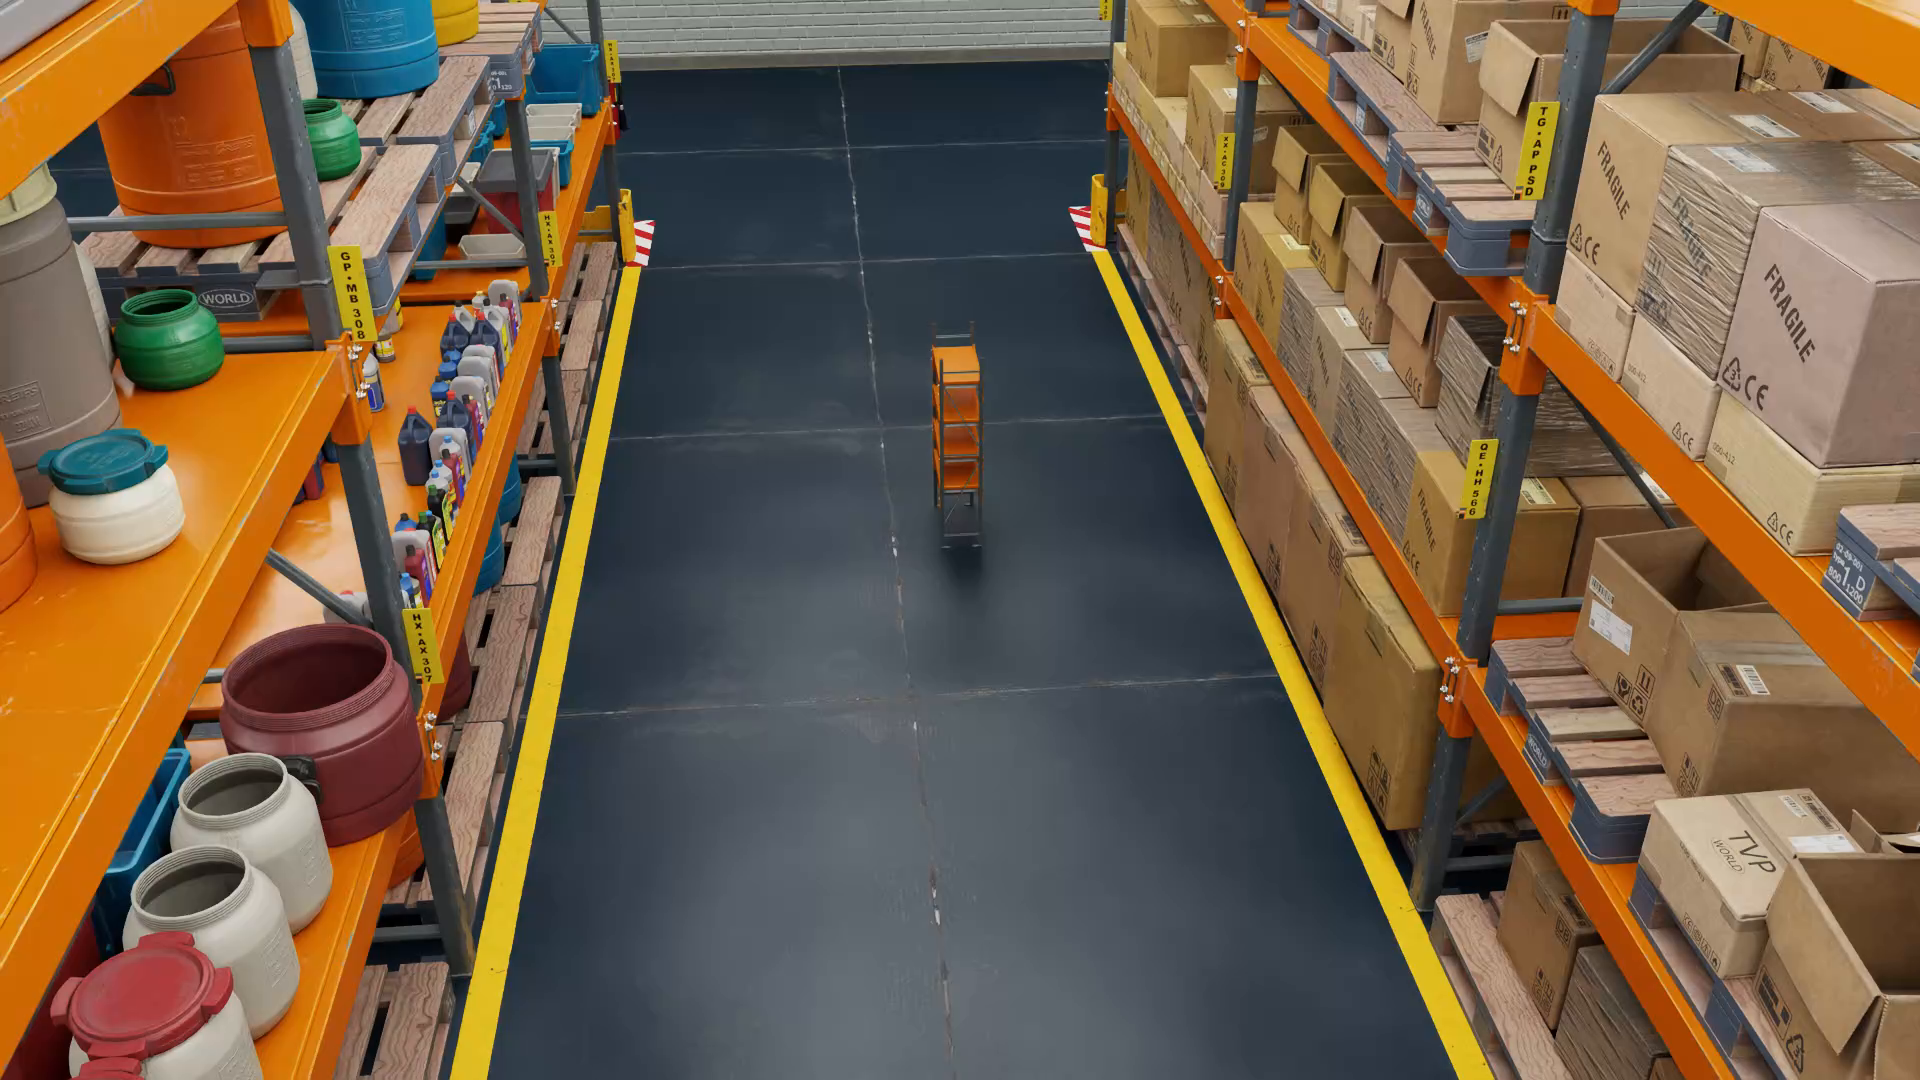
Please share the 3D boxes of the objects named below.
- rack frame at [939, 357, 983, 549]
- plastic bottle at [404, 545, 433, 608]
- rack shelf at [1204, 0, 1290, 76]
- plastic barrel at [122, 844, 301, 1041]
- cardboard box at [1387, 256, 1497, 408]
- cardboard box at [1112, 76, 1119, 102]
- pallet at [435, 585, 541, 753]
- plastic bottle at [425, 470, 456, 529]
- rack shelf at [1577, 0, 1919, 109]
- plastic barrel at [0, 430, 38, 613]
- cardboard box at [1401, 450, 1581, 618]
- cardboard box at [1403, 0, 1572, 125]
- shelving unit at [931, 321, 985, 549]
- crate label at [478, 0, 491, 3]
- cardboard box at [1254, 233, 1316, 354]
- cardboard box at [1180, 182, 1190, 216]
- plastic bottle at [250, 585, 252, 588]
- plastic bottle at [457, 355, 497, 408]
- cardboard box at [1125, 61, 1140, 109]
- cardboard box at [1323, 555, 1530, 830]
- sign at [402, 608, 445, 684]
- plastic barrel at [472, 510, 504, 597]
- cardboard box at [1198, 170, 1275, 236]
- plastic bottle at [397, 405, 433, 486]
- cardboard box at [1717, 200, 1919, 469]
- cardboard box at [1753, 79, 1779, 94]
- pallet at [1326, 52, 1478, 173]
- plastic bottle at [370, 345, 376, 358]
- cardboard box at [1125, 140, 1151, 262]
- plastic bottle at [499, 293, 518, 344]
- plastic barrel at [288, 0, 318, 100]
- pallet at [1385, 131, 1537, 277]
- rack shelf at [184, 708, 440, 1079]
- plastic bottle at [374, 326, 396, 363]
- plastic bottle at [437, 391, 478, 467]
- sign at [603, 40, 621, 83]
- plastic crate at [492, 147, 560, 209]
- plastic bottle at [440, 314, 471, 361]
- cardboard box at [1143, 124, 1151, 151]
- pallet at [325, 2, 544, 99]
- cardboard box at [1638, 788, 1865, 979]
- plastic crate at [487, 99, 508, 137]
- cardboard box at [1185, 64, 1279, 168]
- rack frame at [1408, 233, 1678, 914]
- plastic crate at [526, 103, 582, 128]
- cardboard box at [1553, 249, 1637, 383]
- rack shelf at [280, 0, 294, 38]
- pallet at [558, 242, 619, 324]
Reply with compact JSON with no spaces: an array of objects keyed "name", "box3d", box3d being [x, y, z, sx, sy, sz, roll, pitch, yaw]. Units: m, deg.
[{"name":"rack frame","box3d":[0.007,-0.475,9.376,0.240,1.200,0.015,-3,31,-5]},{"name":"plastic bottle","box3d":[-2.193,0.130,6.721,0.061,0.283,0.133,-3,31,-5]},{"name":"rack shelf","box3d":[1.881,-3.793,10.952,1.077,0.370,4.000,-3,31,-5]},{"name":"plastic barrel","box3d":[-2.141,1.168,4.760,0.421,0.512,0.421,0,31,0]},{"name":"cardboard box","box3d":[2.332,-0.931,7.309,0.797,0.503,0.637,-2,31,-3]},{"name":"cardboard box","box3d":[1.399,-3.530,12.981,0.380,0.149,0.250,-2,31,-4]},{"name":"pallet","box3d":[-2.715,0.662,8.437,1.003,0.211,1.213,-3,31,-5]},{"name":"plastic bottle","box3d":[-2.269,-0.177,7.248,0.097,0.271,0.097,0,31,0]},{"name":"rack shelf","box3d":[2.629,-0.825,3.447,1.077,0.370,4.000,-3,31,-5]},{"name":"plastic barrel","box3d":[-2.568,-0.222,3.853,0.600,0.830,0.708,-3,31,-5]},{"name":"cardboard box","box3d":[2.149,-0.034,6.785,0.500,0.500,0.500,-2,31,-3]},{"name":"cardboard box","box3d":[2.145,-2.006,6.752,0.500,0.500,0.500,-1,31,-2]},{"name":"shelving unit","box3d":[-0.015,-0.600,9.584,0.258,1.200,0.503,-3,31,-5]},{"name":"crate label","box3d":[-2.621,-2.994,9.170,0.293,0.136,0.466,-3,31,-5]},{"name":"cardboard box","box3d":[1.910,-1.333,8.959,0.500,0.500,0.500,-3,31,-5]},{"name":"cardboard box","box3d":[1.641,-2.219,10.785,0.380,0.149,0.250,-2,31,-4]},{"name":"plastic bottle","box3d":[-2.984,0.079,6.819,0.097,0.271,0.097,0,31,0]},{"name":"plastic bottle","box3d":[-2.411,-0.804,8.293,0.152,0.276,0.135,-3,31,-5]},{"name":"cardboard box","box3d":[1.526,-3.376,12.333,0.500,0.250,0.500,-3,31,-5]},{"name":"cardboard box","box3d":[2.398,0.628,7.437,1.225,0.875,0.875,-4,31,-7]},{"name":"sign","box3d":[-1.942,0.386,6.019,0.100,0.325,0.005,-3,31,-5]},{"name":"plastic barrel","box3d":[-2.763,-0.195,8.789,0.600,0.901,0.708,-3,31,-5]},{"name":"cardboard box","box3d":[1.766,-2.069,10.146,0.500,0.250,0.500,-3,31,-6]},{"name":"plastic bottle","box3d":[-2.487,-0.443,7.614,0.144,0.351,0.185,-3,31,-5]},{"name":"cardboard box","box3d":[2.327,-0.528,4.200,0.500,0.500,0.500,-4,31,-6]},{"name":"cardboard box","box3d":[6.383,-3.465,12.871,0.380,0.149,0.250,-4,31,-6]},{"name":"pallet","box3d":[2.221,-1.855,7.189,1.003,0.211,1.213,-1,31,-2]},{"name":"plastic bottle","box3d":[-3.165,-1.061,8.723,0.152,0.276,0.135,-3,31,-5]},{"name":"cardboard box","box3d":[1.834,-2.781,13.143,0.875,0.875,0.875,-3,31,-5]},{"name":"plastic bottle","box3d":[-2.437,-1.204,8.955,0.061,0.283,0.133,-3,31,-5]},{"name":"plastic barrel","box3d":[-2.805,-1.938,6.603,0.433,0.535,0.433,0,31,0]},{"name":"pallet","box3d":[2.329,-1.284,6.234,1.213,0.211,1.003,-1,31,-2]},{"name":"rack shelf","box3d":[-2.303,1.816,4.486,1.077,0.370,4.000,-3,31,-5]},{"name":"plastic bottle","box3d":[-3.043,-1.045,8.768,0.097,0.201,0.097,0,31,0]},{"name":"plastic bottle","box3d":[-2.349,-0.519,7.742,0.144,0.351,0.185,-3,31,-5]},{"name":"sign","box3d":[-2.691,-3.703,12.865,0.100,0.325,0.005,-3,31,-5]},{"name":"plastic crate","box3d":[-2.822,-2.319,10.765,0.437,0.282,0.530,-3,31,-5]},{"name":"plastic bottle","box3d":[-2.578,-0.980,8.514,0.144,0.351,0.185,-3,31,-5]},{"name":"cardboard box","box3d":[1.522,-2.874,11.882,0.380,0.149,0.250,-3,31,-5]},{"name":"pallet","box3d":[-2.693,-2.367,8.047,1.213,0.211,1.003,-3,31,-5]},{"name":"cardboard box","box3d":[2.369,1.000,4.888,0.500,0.250,0.500,-4,31,-6]},{"name":"plastic crate","box3d":[-3.480,-3.074,12.076,0.416,0.233,0.300,-3,31,-5]},{"name":"cardboard box","box3d":[1.716,-2.656,10.397,0.500,0.500,0.500,-2,31,-4]},{"name":"rack frame","box3d":[2.442,0.249,6.408,1.000,3.000,0.127,-3,31,-5]},{"name":"plastic crate","box3d":[-2.980,-3.103,12.219,0.396,0.136,0.243,-3,31,-5]},{"name":"cardboard box","box3d":[2.232,-0.722,5.255,0.500,0.250,0.500,-2,31,-4]},{"name":"rack shelf","box3d":[-2.676,-2.630,6.469,1.077,0.370,4.000,-3,31,-5]},{"name":"pallet","box3d":[-3.198,-1.978,12.856,1.003,0.211,1.213,-3,31,-5]}]
